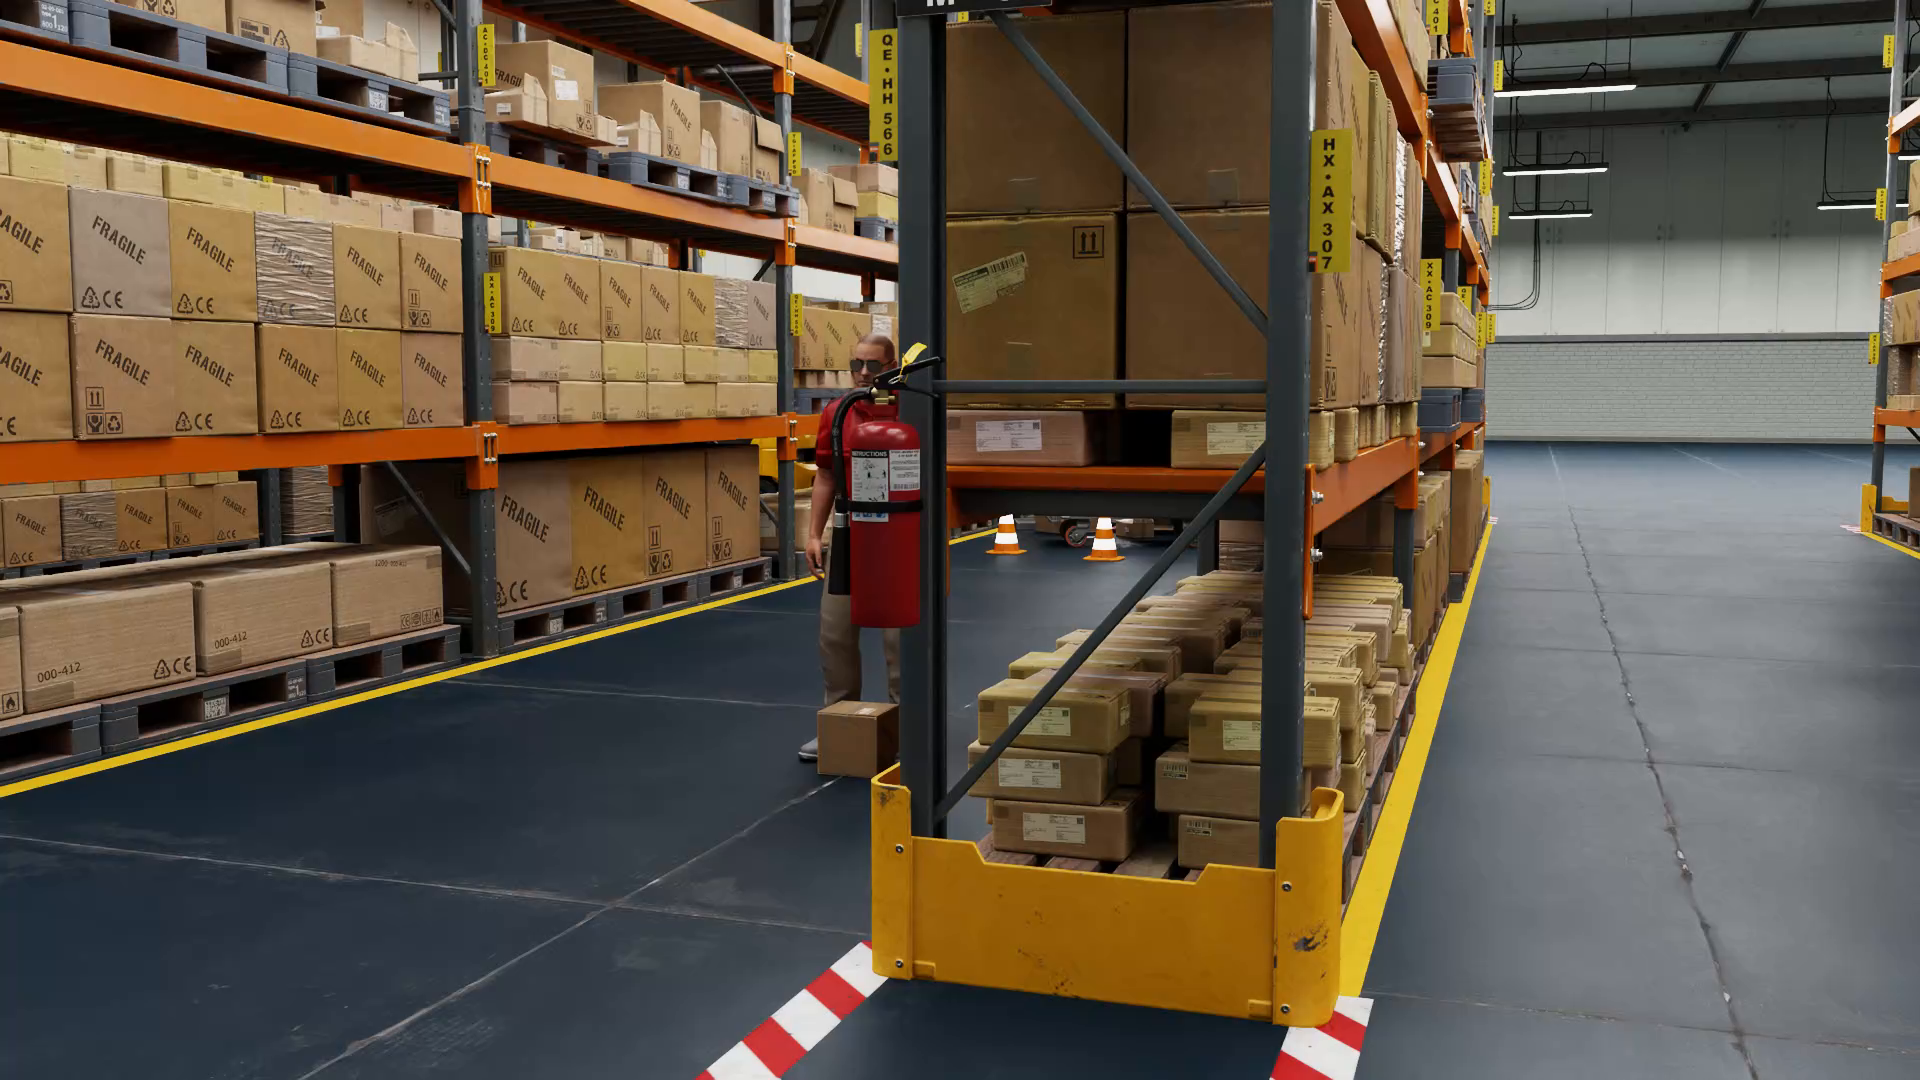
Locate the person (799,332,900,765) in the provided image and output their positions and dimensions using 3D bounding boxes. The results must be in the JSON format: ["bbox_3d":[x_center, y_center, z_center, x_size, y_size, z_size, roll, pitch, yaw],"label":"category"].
[{"bbox_3d":[-0.343,0.028,6.752,0.587,1.727,0.398,2,5,18],"label":"person"}]
